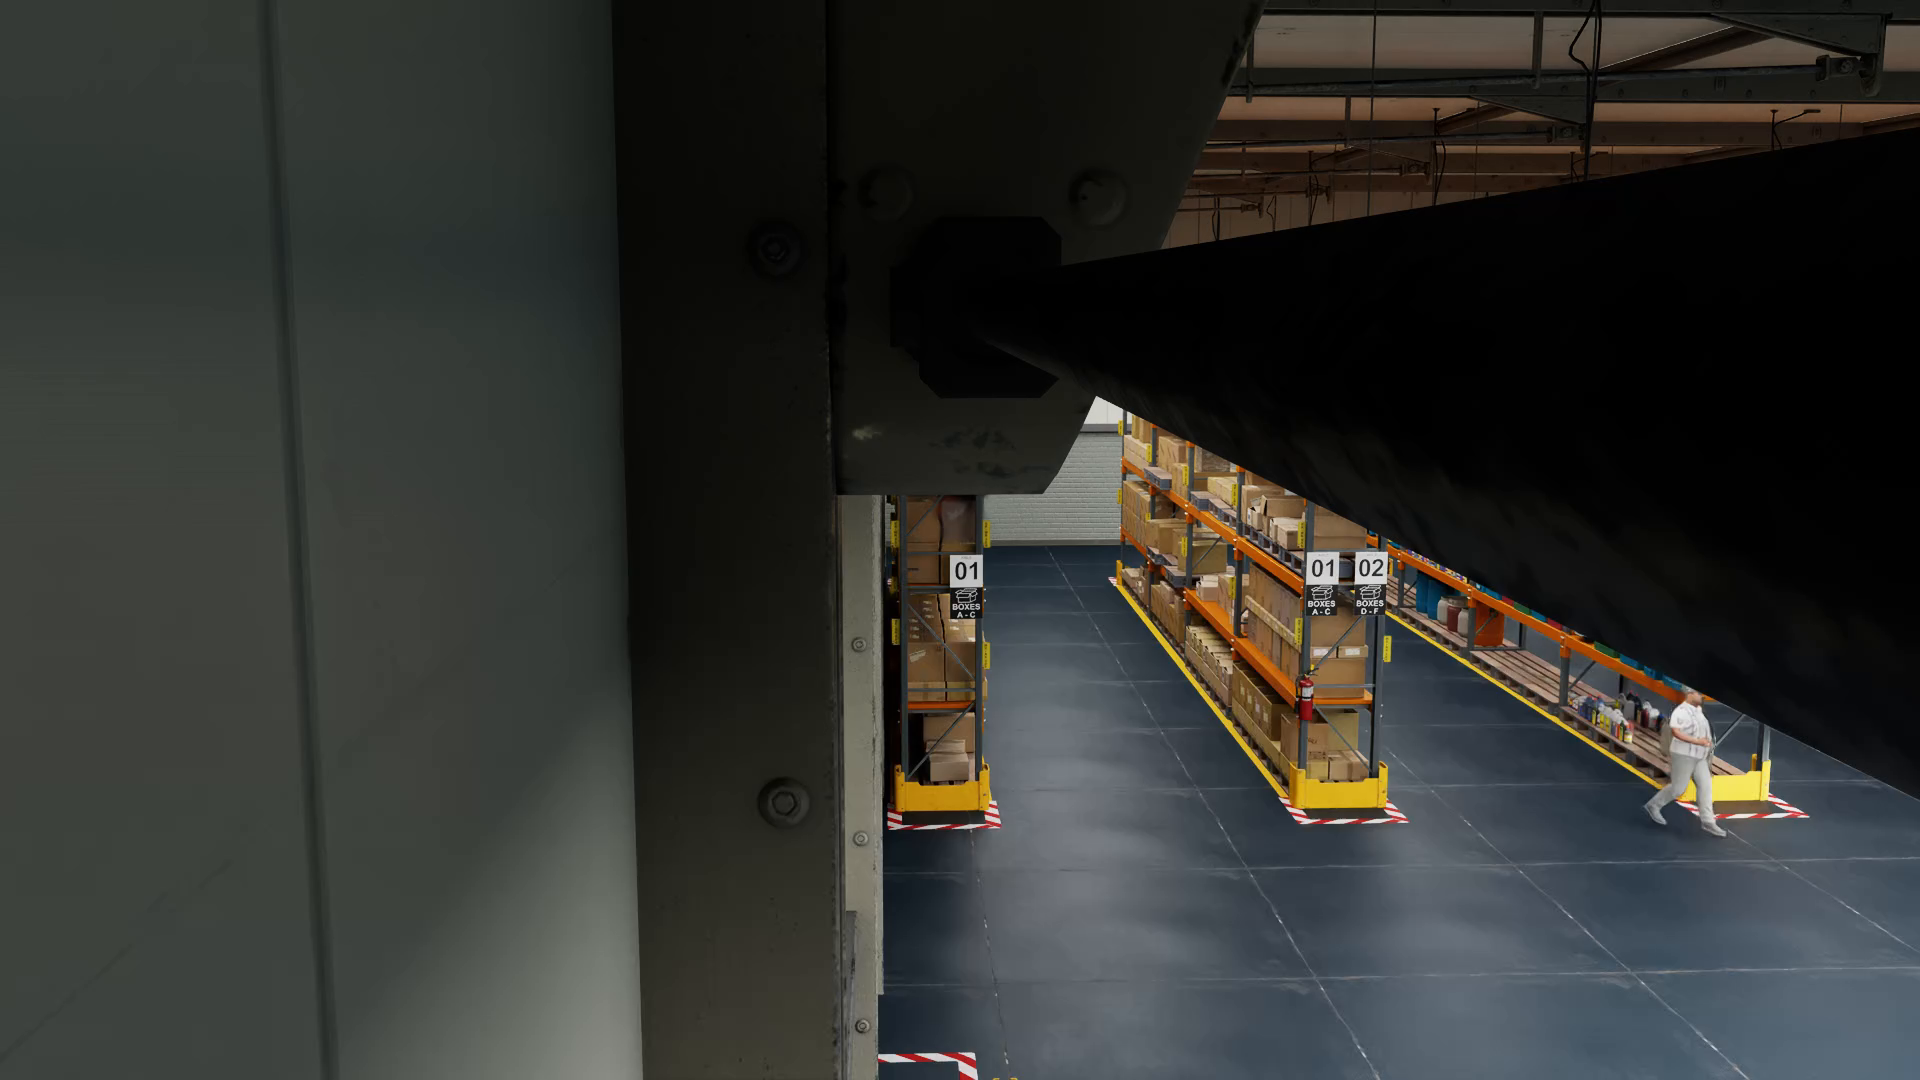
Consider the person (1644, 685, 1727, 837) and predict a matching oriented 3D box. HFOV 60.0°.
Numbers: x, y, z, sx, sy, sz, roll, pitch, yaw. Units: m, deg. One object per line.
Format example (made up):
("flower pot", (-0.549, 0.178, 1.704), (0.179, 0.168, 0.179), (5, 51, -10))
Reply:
("person", (8.722, 2.547, 19.703), (0.713, 1.728, 0.977), (-6, 10, -35))
